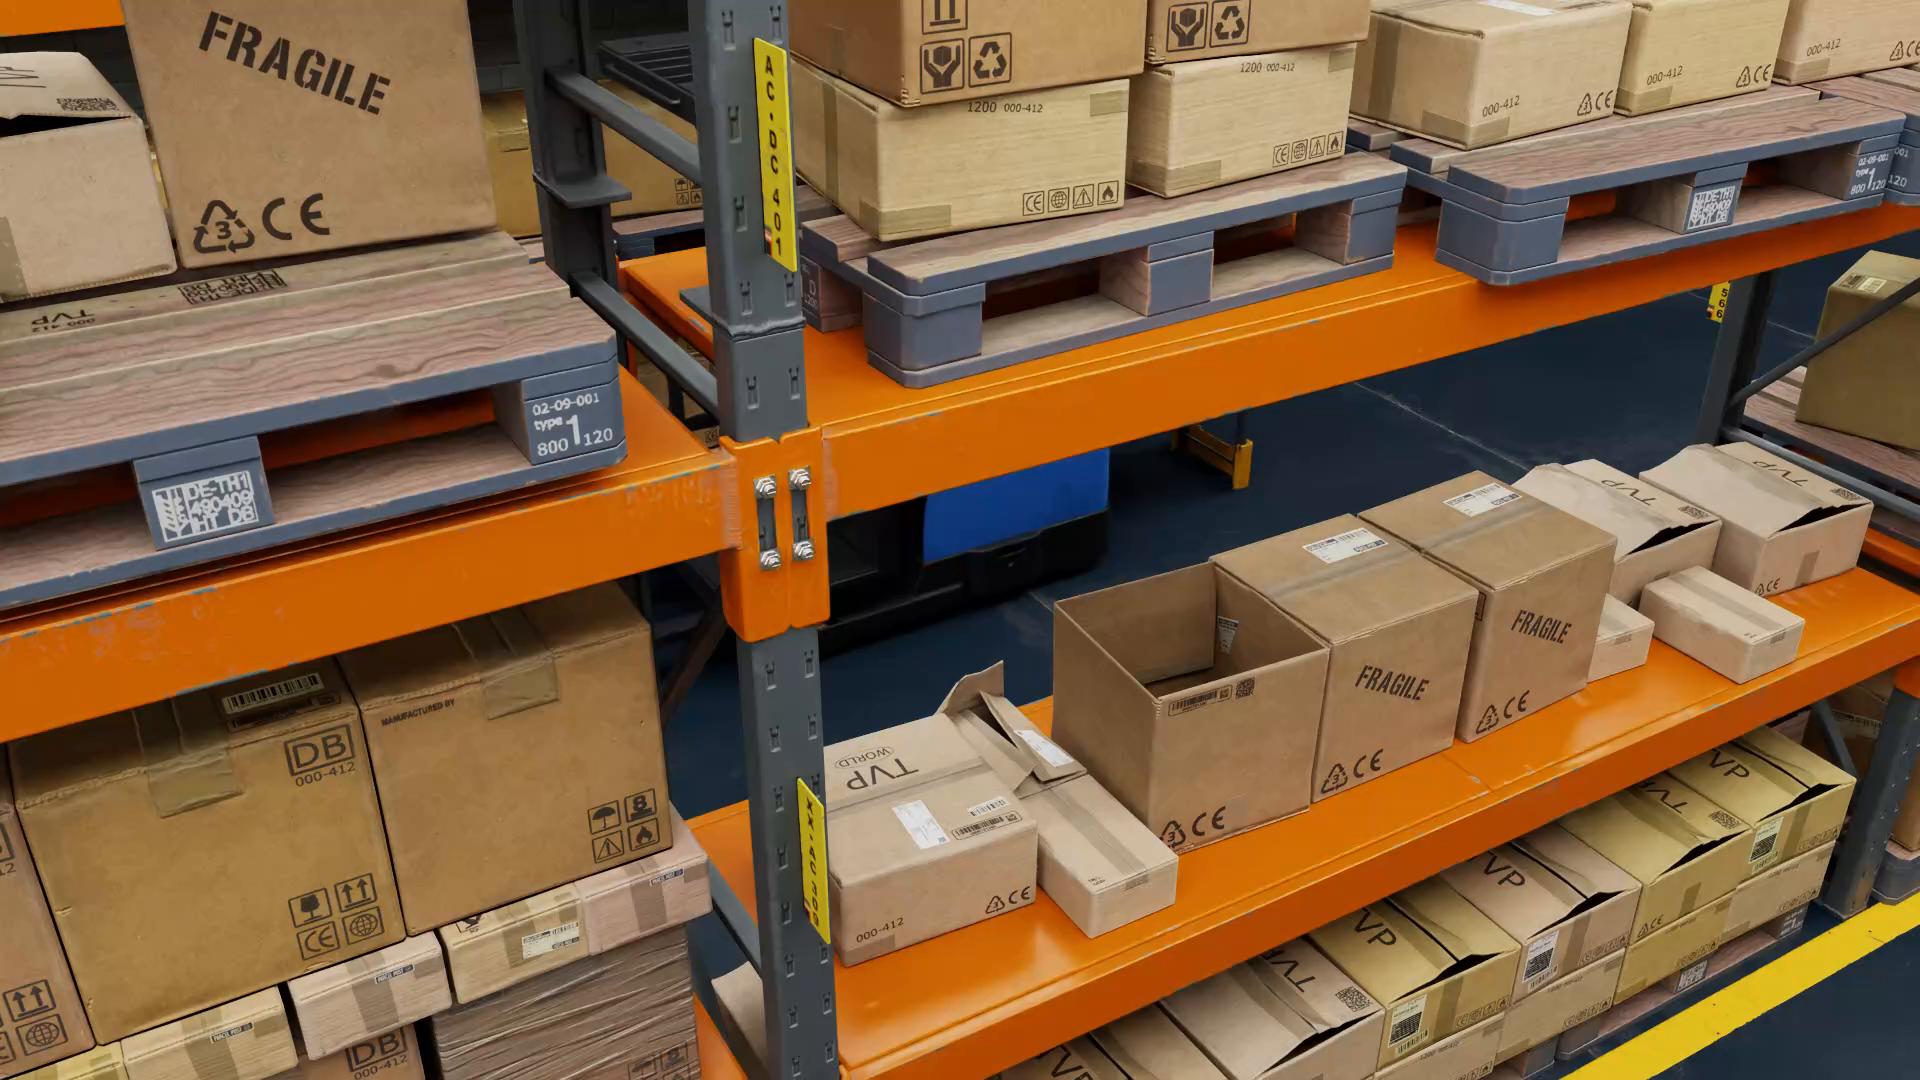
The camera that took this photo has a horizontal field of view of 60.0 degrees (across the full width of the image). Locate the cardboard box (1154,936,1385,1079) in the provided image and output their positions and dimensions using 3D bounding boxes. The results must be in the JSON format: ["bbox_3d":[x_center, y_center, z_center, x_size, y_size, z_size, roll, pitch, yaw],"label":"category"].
[{"bbox_3d":[0.809,1.310,4.602,0.500,0.311,0.500,-17,33,-28],"label":"cardboard box"}]

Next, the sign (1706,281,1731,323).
[{"bbox_3d":[2.612,-0.894,5.650,0.005,0.325,0.100,-16,33,-26],"label":"sign"}]

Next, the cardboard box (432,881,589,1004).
[{"bbox_3d":[-0.893,0.669,3.159,0.250,0.149,0.380,-17,33,-27],"label":"cardboard box"}]

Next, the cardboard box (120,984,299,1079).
[{"bbox_3d":[-1.344,0.799,2.924,0.250,0.149,0.380,-16,33,-26],"label":"cardboard box"}]

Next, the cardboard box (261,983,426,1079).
[{"bbox_3d":[-1.384,0.980,3.266,0.500,0.500,0.700,-16,33,-27],"label":"cardboard box"}]

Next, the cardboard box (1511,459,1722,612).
[{"bbox_3d":[2.026,-0.021,5.276,0.500,0.311,0.500,-16,33,-27],"label":"cardboard box"}]

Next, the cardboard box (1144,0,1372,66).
[{"bbox_3d":[0.478,-1.262,3.273,0.500,0.500,0.500,-13,31,-22],"label":"cardboard box"}]

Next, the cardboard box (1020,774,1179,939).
[{"bbox_3d":[0.314,0.759,4.030,0.250,0.149,0.380,-16,33,-26],"label":"cardboard box"}]

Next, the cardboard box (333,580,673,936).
[{"bbox_3d":[-0.933,0.280,3.191,0.500,0.500,0.700,-16,33,-26],"label":"cardboard box"}]

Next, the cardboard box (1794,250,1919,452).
[{"bbox_3d":[3.381,-0.627,5.743,0.700,0.500,0.500,22,36,34],"label":"cardboard box"}]

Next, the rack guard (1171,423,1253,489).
[{"bbox_3d":[1.342,-0.504,8.905,0.087,0.250,0.587,-16,33,-27],"label":"rack guard"}]

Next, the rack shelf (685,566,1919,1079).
[{"bbox_3d":[1.171,0.606,4.791,4.000,0.370,1.077,-16,33,-26],"label":"rack shelf"}]

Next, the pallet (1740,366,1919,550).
[{"bbox_3d":[3.444,-0.309,5.905,1.003,0.211,1.213,-16,33,-26],"label":"pallet"}]

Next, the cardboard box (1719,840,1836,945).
[{"bbox_3d":[2.565,1.052,5.650,0.500,0.250,0.500,-15,32,-25],"label":"cardboard box"}]

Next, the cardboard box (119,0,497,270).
[{"bbox_3d":[-1.121,-0.808,2.822,0.500,0.500,0.500,-13,31,-22],"label":"cardboard box"}]

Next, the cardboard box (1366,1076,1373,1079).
[{"bbox_3d":[0.807,1.553,4.743,0.500,0.250,0.500,-17,33,-28],"label":"cardboard box"}]

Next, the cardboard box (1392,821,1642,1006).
[{"bbox_3d":[1.687,1.059,5.057,0.500,0.311,0.500,-16,33,-27],"label":"cardboard box"}]

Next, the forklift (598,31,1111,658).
[{"bbox_3d":[-0.810,-1.007,7.041,3.031,2.935,1.130,-16,33,-27],"label":"forklift"}]

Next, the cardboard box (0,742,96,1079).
[{"bbox_3d":[-1.800,0.527,2.745,0.500,0.500,0.700,-16,33,-26],"label":"cardboard box"}]

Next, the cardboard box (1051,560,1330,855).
[{"bbox_3d":[0.571,0.427,4.268,0.500,0.500,0.500,-13,32,-23],"label":"cardboard box"}]

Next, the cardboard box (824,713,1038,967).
[{"bbox_3d":[-0.151,0.708,4.018,0.500,0.250,0.500,-14,32,-23],"label":"cardboard box"}]

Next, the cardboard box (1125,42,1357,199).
[{"bbox_3d":[0.455,-0.933,3.452,0.500,0.250,0.500,-19,34,-31],"label":"cardboard box"}]

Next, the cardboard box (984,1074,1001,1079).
[{"bbox_3d":[-0.071,1.558,4.153,0.500,0.311,0.500,-16,33,-26],"label":"cardboard box"}]

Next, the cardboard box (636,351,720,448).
[{"bbox_3d":[-1.559,-0.823,8.768,0.500,0.500,0.700,-15,32,-26],"label":"cardboard box"}]

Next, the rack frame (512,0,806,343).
[{"bbox_3d":[-0.553,-1.846,2.281,0.127,3.000,1.000,-16,33,-26],"label":"rack frame"}]

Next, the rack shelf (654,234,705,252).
[{"bbox_3d":[-1.342,-1.456,8.529,4.000,0.370,1.077,-16,33,-26],"label":"rack shelf"}]

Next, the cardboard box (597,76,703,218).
[{"bbox_3d":[-1.573,-1.937,8.096,0.500,0.500,0.700,-11,31,-20],"label":"cardboard box"}]

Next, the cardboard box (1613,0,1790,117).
[{"bbox_3d":[1.591,-1.224,3.980,0.500,0.250,0.500,-17,33,-27],"label":"cardboard box"}]

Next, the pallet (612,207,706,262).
[{"bbox_3d":[-1.303,-1.675,8.380,1.213,0.211,1.003,-16,33,-26],"label":"pallet"}]

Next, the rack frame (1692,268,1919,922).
[{"bbox_3d":[2.895,-0.198,5.505,0.127,3.000,1.000,-16,33,-26],"label":"rack frame"}]

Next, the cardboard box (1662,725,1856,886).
[{"bbox_3d":[2.569,0.807,5.514,0.500,0.311,0.500,-15,32,-25],"label":"cardboard box"}]

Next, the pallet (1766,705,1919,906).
[{"bbox_3d":[3.558,0.856,6.481,1.213,0.211,1.003,-16,33,-26],"label":"pallet"}]

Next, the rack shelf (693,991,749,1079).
[{"bbox_3d":[-2.278,1.585,3.017,4.000,0.370,1.077,-16,33,-26],"label":"rack shelf"}]

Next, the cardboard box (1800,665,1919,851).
[{"bbox_3d":[3.433,0.711,5.989,0.500,0.500,0.500,-14,32,-24],"label":"cardboard box"}]

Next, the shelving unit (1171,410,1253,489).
[{"bbox_3d":[0.916,-0.927,8.377,1.083,1.500,0.587,-16,33,-27],"label":"shelving unit"}]

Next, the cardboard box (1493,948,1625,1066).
[{"bbox_3d":[1.688,1.302,5.198,0.500,0.250,0.500,-15,32,-25],"label":"cardboard box"}]

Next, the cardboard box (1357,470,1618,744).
[{"bbox_3d":[1.457,0.176,4.724,0.500,0.500,0.500,-18,34,-29],"label":"cardboard box"}]

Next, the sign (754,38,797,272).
[{"bbox_3d":[-0.271,-0.563,2.443,0.005,0.325,0.100,-16,33,-26],"label":"sign"}]

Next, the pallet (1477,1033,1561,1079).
[{"bbox_3d":[1.115,1.505,5.305,1.213,0.211,1.003,-16,33,-26],"label":"pallet"}]

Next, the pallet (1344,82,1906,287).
[{"bbox_3d":[1.393,-0.950,3.959,1.213,0.211,1.003,-14,32,-24],"label":"pallet"}]

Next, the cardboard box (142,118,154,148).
[{"bbox_3d":[-3.577,-1.525,7.268,0.500,0.500,0.500,-17,33,-27],"label":"cardboard box"}]
